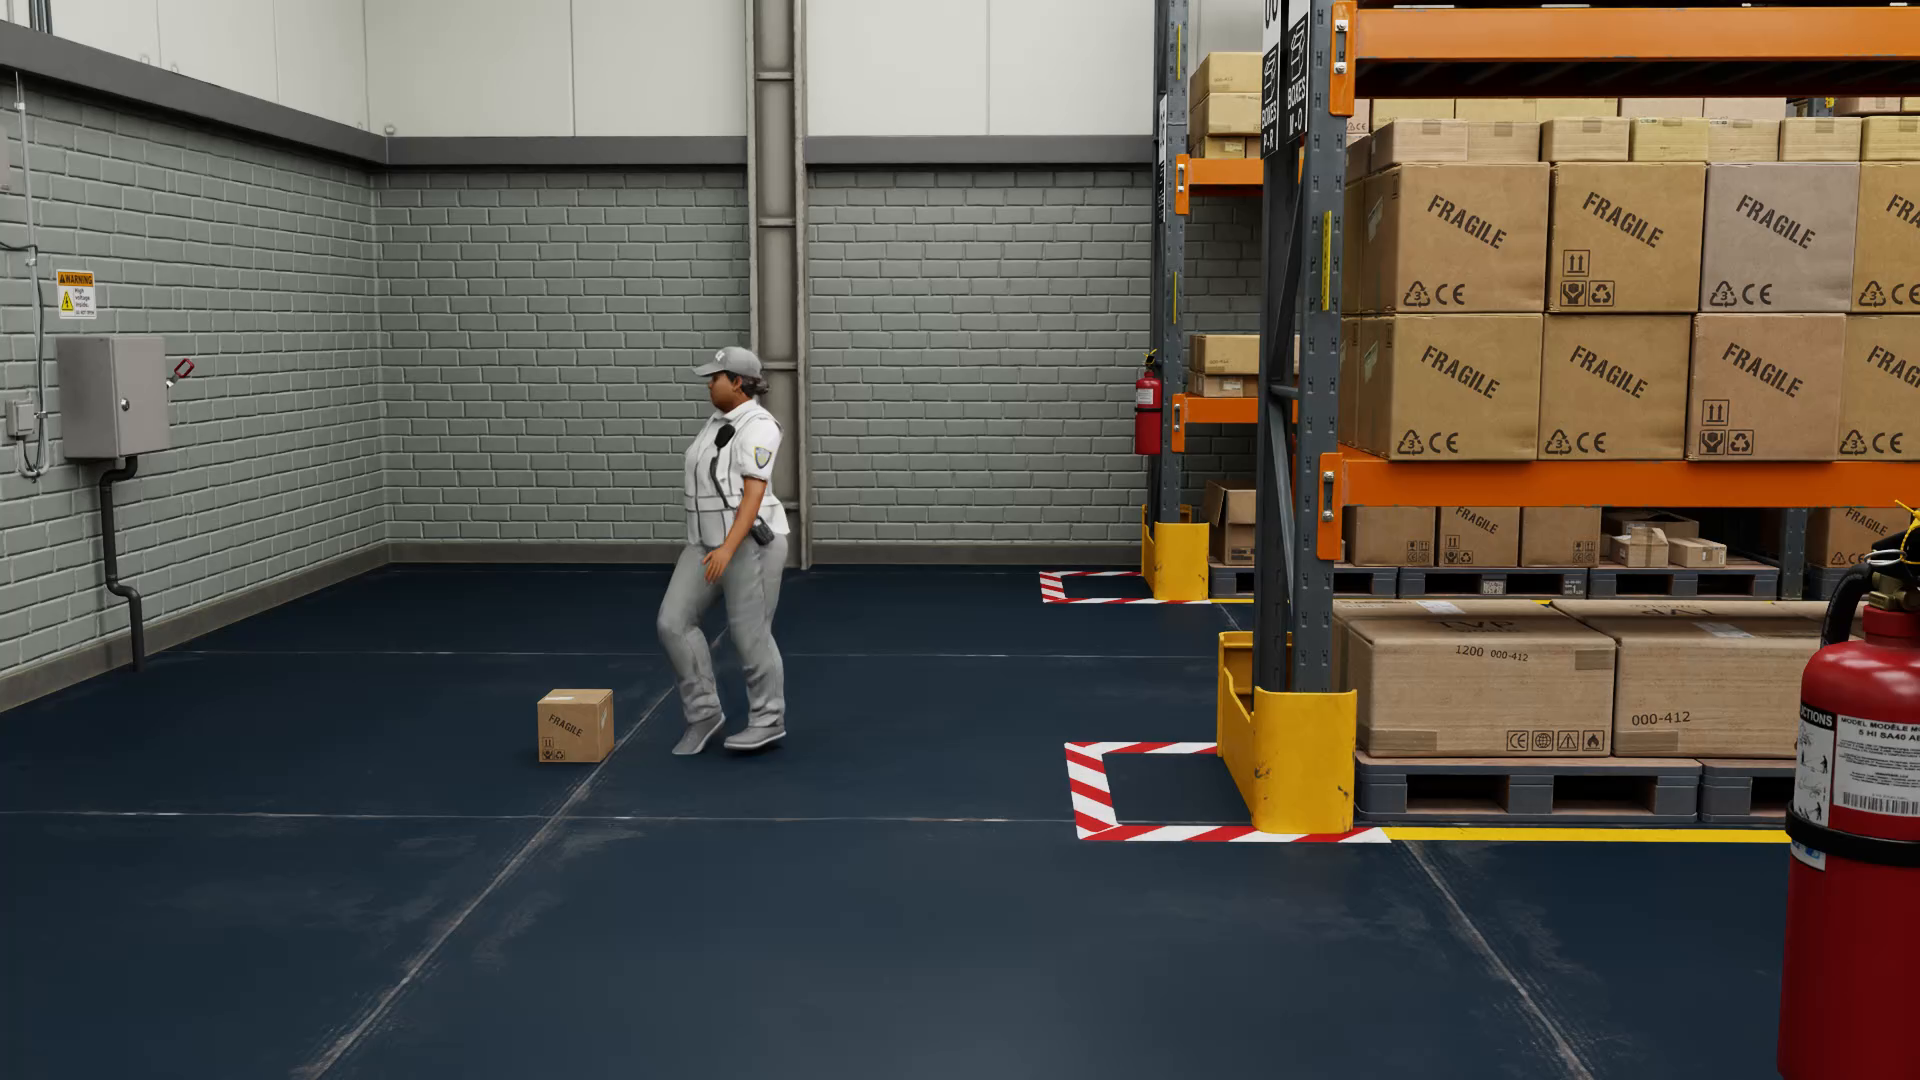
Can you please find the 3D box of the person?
[{"bbox_3d":[-0.955,0.077,6.822,0.465,1.730,0.493,-7,10,-42],"label":"person"}]
